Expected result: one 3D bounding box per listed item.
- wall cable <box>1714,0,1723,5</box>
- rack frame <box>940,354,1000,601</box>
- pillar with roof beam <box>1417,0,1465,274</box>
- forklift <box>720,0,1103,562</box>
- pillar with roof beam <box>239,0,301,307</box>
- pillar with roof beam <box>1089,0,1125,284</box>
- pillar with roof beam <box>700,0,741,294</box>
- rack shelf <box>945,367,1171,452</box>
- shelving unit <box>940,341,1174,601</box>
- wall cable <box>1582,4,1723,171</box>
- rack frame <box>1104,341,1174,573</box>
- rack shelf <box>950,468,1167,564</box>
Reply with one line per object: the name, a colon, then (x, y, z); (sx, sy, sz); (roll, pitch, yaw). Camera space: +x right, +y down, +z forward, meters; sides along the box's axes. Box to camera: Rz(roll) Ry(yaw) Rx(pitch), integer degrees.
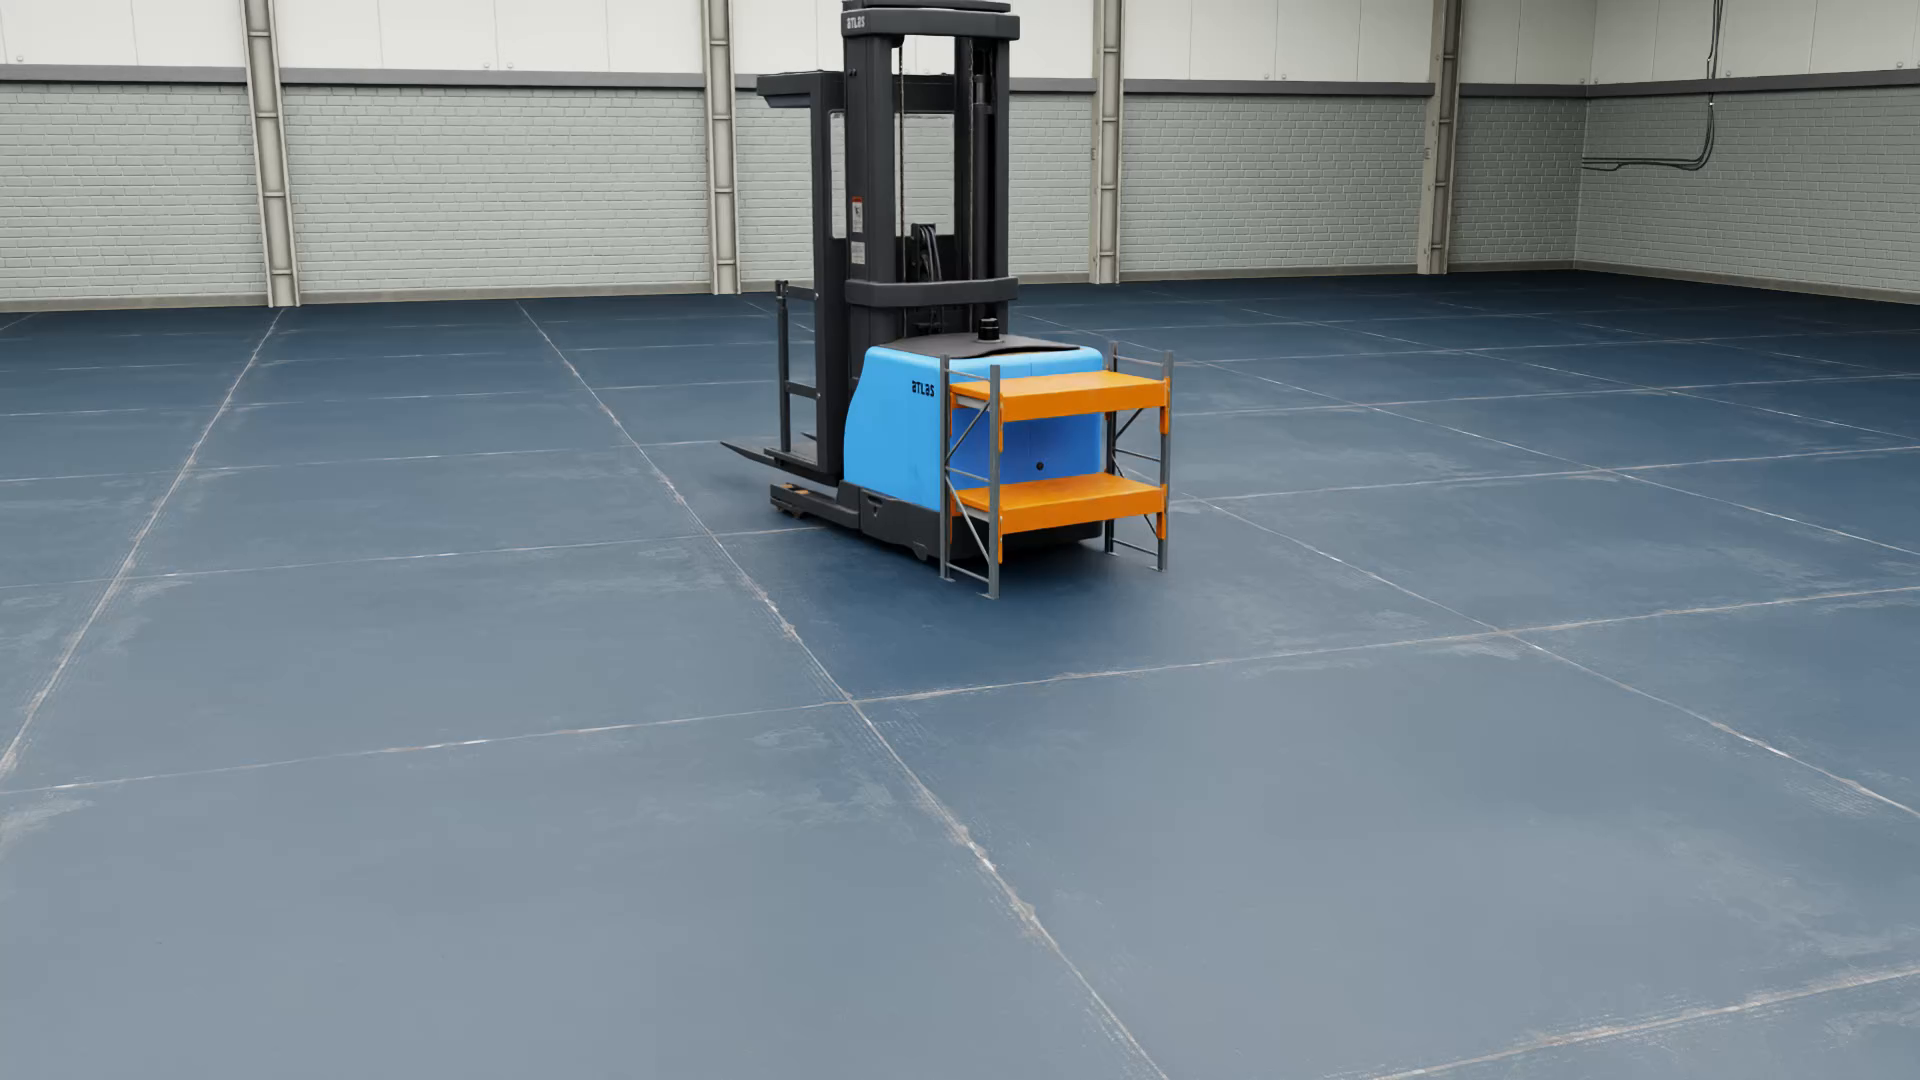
wall cable: (12.026, -9.151, 23.965); (0.112, 2.526, 3.097); (-4, 14, -18)
rack frame: (0.044, -0.309, 8.012); (0.032, 1.125, 0.500); (-8, 16, -30)
pillar with roof beam: (9.323, -7.926, 23.020); (0.400, 9.000, 9.100); (-4, 14, -18)
forklift: (-0.463, -1.606, 9.561); (1.130, 2.935, 3.031); (-9, 16, -32)
pillar with roof beam: (-7.737, -6.598, 17.435); (0.400, 9.000, 9.100); (-4, 14, -18)
pillar with roof beam: (3.636, -7.484, 21.158); (0.400, 9.000, 9.100); (-4, 14, -18)
pillar with roof beam: (-2.051, -7.041, 19.297); (0.400, 9.000, 9.100); (-4, 14, -18)
rack shelf: (0.478, -0.655, 8.202); (1.000, 0.278, 0.538); (-8, 16, -30)
shelving unit: (0.478, -0.371, 8.270); (1.048, 1.125, 0.538); (-8, 16, -30)
wall cable: (11.163, -7.287, 27.044); (0.112, 2.526, 3.097); (-4, 14, -18)
rack frame: (0.911, -0.432, 8.527); (0.032, 1.125, 0.500); (-8, 16, -30)
rack shelf: (0.478, -0.133, 8.326); (1.000, 0.278, 0.538); (-8, 16, -30)
